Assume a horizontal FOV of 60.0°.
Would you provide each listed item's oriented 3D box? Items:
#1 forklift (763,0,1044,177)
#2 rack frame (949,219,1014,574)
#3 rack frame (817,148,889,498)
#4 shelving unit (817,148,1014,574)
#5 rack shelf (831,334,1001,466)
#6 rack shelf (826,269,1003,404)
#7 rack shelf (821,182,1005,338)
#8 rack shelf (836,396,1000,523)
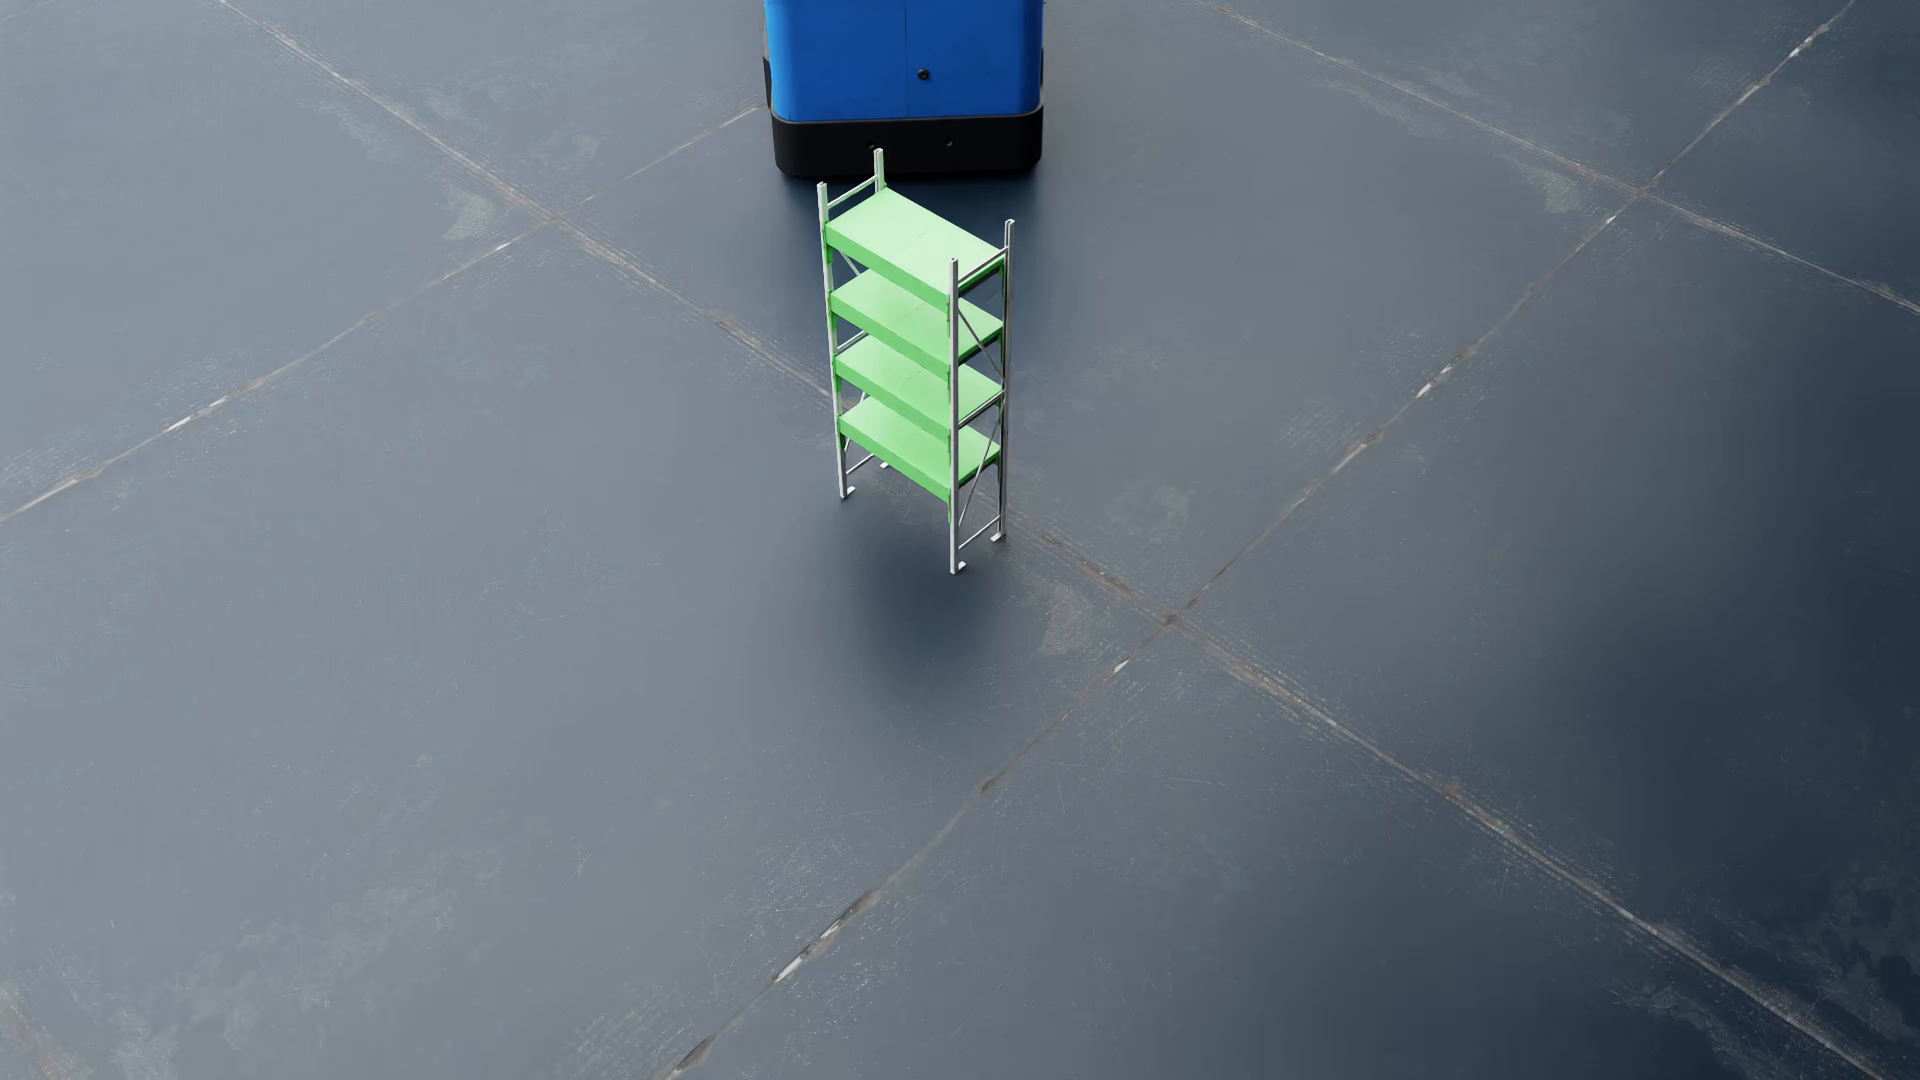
[{"bbox_3d":[-0.286,-3.489,6.516,1.130,2.935,3.031,-3,47,-2],"label":"forklift"},{"bbox_3d":[0.058,-0.372,4.776,0.015,1.200,0.240,34,55,28],"label":"rack frame"},{"bbox_3d":[-0.301,-0.613,5.003,0.015,1.200,0.240,34,55,28],"label":"rack frame"},{"bbox_3d":[-0.122,-0.493,4.889,0.503,1.200,0.258,34,55,28],"label":"shelving unit"},{"bbox_3d":[-0.122,-0.449,4.936,0.480,0.148,0.258,34,55,28],"label":"rack shelf"},{"bbox_3d":[-0.122,-0.613,4.761,0.480,0.148,0.258,34,55,28],"label":"rack shelf"},{"bbox_3d":[-0.122,-0.777,4.586,0.480,0.148,0.258,34,55,28],"label":"rack shelf"},{"bbox_3d":[-0.122,-0.285,5.111,0.480,0.148,0.258,34,55,28],"label":"rack shelf"}]
